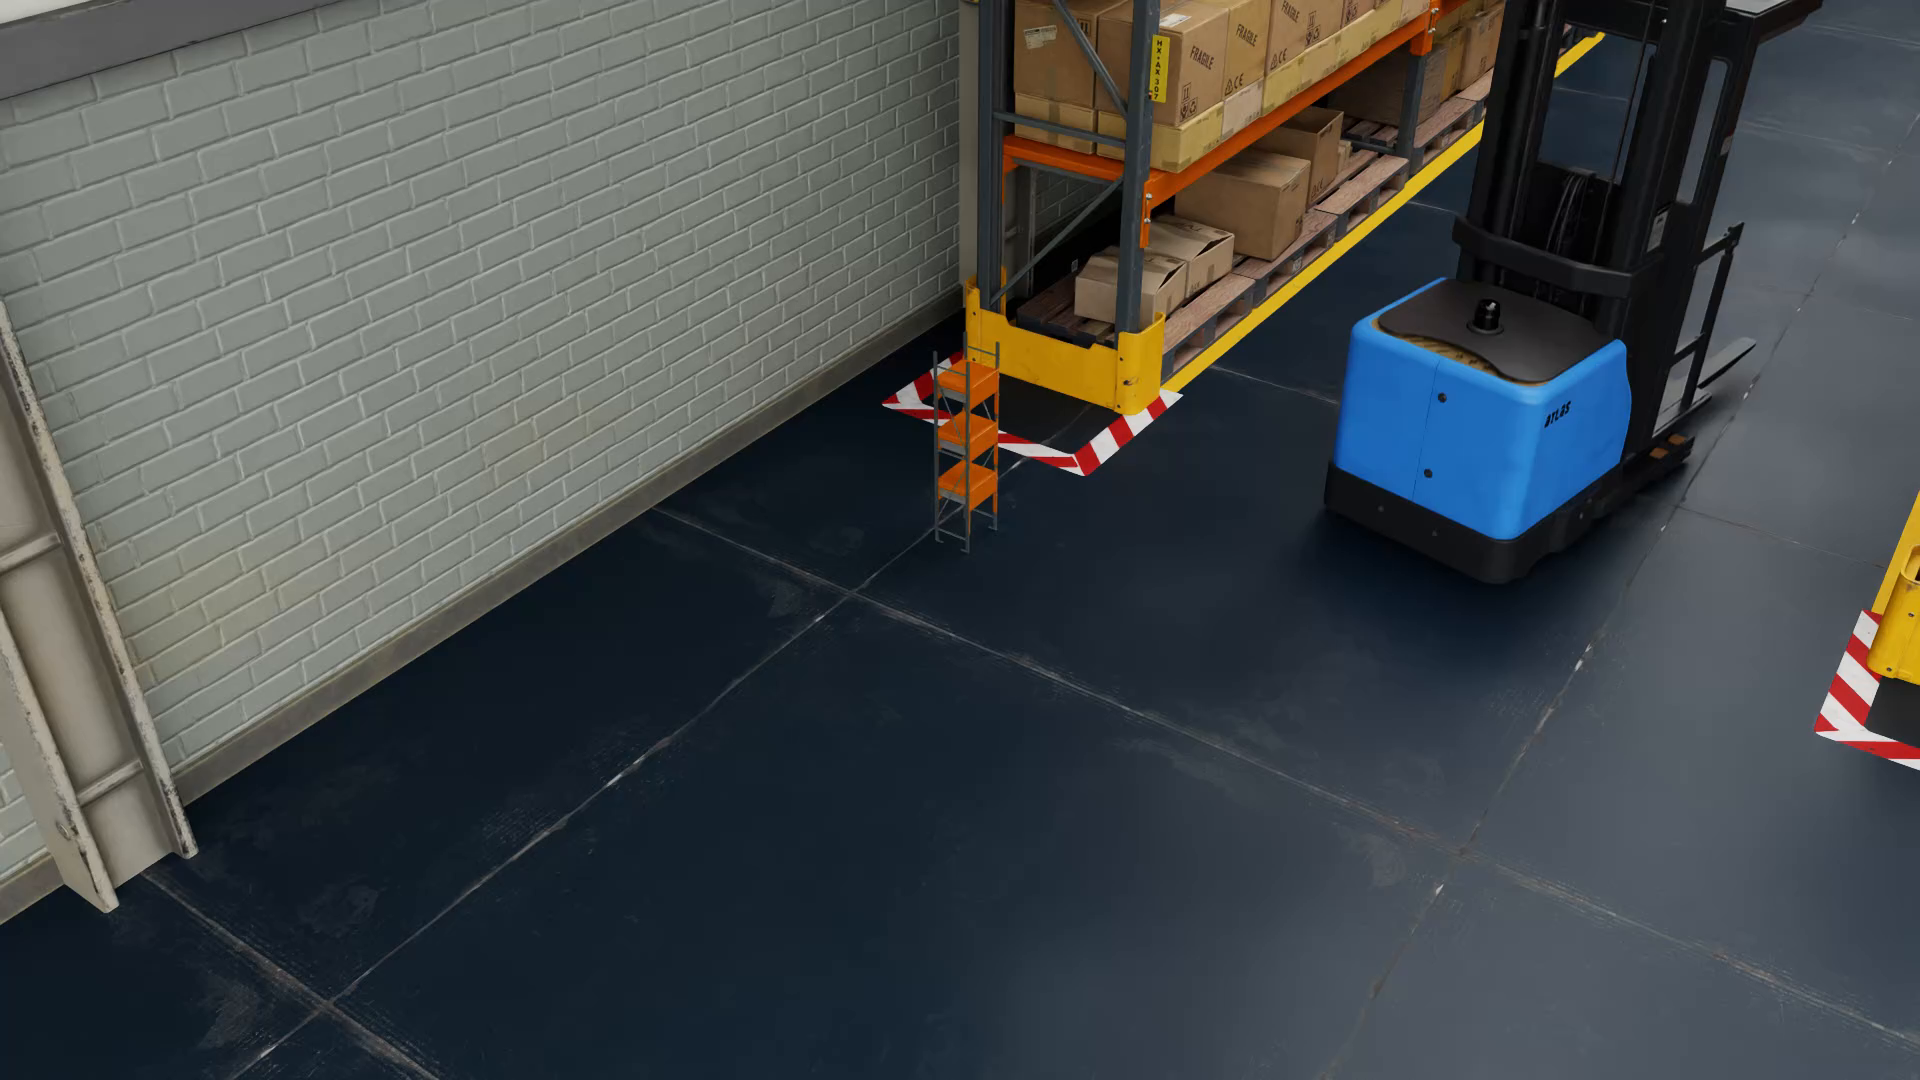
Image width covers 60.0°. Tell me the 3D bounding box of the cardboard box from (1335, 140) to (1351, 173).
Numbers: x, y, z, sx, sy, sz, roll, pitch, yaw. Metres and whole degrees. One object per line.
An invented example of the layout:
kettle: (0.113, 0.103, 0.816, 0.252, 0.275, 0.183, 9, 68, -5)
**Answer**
cardboard box: (2.540, -2.748, 11.772, 0.380, 0.166, 0.250, 16, 37, 22)

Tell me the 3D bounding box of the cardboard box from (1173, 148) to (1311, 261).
cardboard box: (1.793, -2.174, 10.626, 0.700, 0.500, 0.500, 19, 38, 25)

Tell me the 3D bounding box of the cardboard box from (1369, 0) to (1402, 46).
cardboard box: (2.509, -3.399, 10.715, 0.500, 0.250, 0.500, 21, 40, 28)

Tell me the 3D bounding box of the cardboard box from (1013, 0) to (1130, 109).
cardboard box: (0.634, -2.696, 9.005, 0.500, 0.500, 0.500, 21, 39, 28)

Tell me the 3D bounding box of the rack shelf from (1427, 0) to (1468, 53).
rack shelf: (3.961, -4.617, 13.042, 1.077, 0.370, 4.000, 21, 39, 28)

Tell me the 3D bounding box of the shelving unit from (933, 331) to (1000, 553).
shelving unit: (0.031, -0.460, 7.992, 0.215, 1.050, 0.252, 21, 39, 28)

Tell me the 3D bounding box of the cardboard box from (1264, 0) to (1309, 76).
cardboard box: (1.649, -2.994, 9.447, 0.500, 0.500, 0.500, 20, 39, 27)

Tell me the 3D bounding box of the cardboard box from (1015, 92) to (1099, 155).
cardboard box: (0.647, -2.377, 9.204, 0.500, 0.250, 0.500, 22, 40, 29)

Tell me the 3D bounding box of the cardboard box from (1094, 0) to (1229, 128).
cardboard box: (1.059, -2.534, 8.767, 0.500, 0.500, 0.500, 21, 39, 28)

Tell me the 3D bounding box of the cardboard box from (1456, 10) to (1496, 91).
cardboard box: (3.804, -3.961, 13.269, 0.700, 0.500, 0.500, 22, 40, 29)

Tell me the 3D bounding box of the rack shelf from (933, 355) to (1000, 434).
rack shelf: (0.031, -0.686, 7.839, 0.215, 0.259, 0.240, 21, 39, 28)

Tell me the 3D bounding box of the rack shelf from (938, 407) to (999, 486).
rack shelf: (0.031, -0.451, 7.998, 0.215, 0.259, 0.240, 21, 39, 28)

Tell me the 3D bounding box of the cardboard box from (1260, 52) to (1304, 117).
cardboard box: (1.659, -2.699, 9.680, 0.500, 0.250, 0.500, 21, 39, 27)

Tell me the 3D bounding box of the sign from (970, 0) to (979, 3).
sign: (0.096, -2.951, 8.620, 0.100, 0.325, 0.005, 21, 39, 28)

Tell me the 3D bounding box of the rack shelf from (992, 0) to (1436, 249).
rack shelf: (1.681, -2.776, 10.320, 1.077, 0.370, 4.000, 21, 39, 28)

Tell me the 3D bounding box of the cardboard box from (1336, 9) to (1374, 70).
cardboard box: (2.235, -3.163, 10.366, 0.500, 0.250, 0.500, 21, 39, 28)

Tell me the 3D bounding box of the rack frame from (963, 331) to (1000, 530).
rack frame: (0.100, -0.516, 8.075, 0.200, 1.050, 0.008, 21, 39, 28)

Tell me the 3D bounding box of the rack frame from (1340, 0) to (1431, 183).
rack frame: (2.821, -3.995, 11.479, 1.000, 3.000, 0.127, 21, 39, 28)

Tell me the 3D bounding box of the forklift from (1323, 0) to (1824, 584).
forklift: (3.248, -1.721, 8.179, 3.031, 2.935, 1.130, -28, 43, -35)

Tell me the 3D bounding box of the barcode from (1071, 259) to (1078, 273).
barcode: (0.690, -1.652, 10.014, 0.001, 0.075, 0.075, 21, 39, 28)

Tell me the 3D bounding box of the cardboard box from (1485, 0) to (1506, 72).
cardboard box: (4.085, -4.197, 13.617, 0.700, 0.500, 0.500, 21, 39, 28)

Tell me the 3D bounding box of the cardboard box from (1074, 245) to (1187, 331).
cardboard box: (1.009, -1.512, 9.816, 0.500, 0.311, 0.500, 17, 37, 23)

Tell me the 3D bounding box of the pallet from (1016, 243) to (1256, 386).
pallet: (1.076, -1.396, 10.126, 1.003, 0.211, 1.213, 21, 39, 28)

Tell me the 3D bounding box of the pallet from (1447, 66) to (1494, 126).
pallet: (3.959, -3.762, 13.625, 1.003, 0.211, 1.213, 21, 39, 28)

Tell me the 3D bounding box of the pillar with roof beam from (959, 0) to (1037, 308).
pillar with roof beam: (3.765, -3.862, 5.928, 9.100, 9.000, 0.400, 21, 39, 28)

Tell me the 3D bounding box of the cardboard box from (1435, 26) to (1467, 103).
cardboard box: (3.480, -3.739, 12.941, 0.700, 0.500, 0.500, 20, 39, 27)

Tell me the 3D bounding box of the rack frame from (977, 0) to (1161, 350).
rack frame: (0.540, -2.154, 8.757, 1.000, 3.000, 0.127, 21, 39, 28)

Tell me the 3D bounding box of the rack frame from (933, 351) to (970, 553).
rack frame: (-0.039, -0.403, 7.909, 0.200, 1.050, 0.008, 21, 39, 28)

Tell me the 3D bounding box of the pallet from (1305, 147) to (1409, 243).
pallet: (2.467, -2.519, 11.787, 1.003, 0.211, 1.213, 21, 39, 28)

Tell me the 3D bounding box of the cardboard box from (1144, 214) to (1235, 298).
cardboard box: (1.334, -1.774, 10.204, 0.500, 0.311, 0.500, 25, 41, 32)

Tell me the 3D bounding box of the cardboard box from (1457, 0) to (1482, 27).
cardboard box: (3.769, -4.241, 13.012, 0.500, 0.250, 0.500, 20, 39, 27)

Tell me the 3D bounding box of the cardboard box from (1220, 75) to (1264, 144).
cardboard box: (1.364, -2.467, 9.336, 0.500, 0.250, 0.500, 20, 39, 27)

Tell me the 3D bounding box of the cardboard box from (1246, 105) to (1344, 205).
cardboard box: (2.262, -2.651, 11.331, 0.500, 0.500, 0.500, 18, 38, 25)

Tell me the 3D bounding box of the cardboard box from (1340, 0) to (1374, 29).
cardboard box: (2.230, -3.475, 10.158, 0.500, 0.500, 0.500, 20, 39, 27)

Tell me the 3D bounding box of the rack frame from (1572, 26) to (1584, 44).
rack frame: (5.102, -5.836, 14.202, 1.000, 3.000, 0.127, 21, 39, 28)

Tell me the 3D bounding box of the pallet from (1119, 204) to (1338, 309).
pallet: (1.772, -1.955, 10.953, 1.003, 0.211, 1.213, 21, 39, 28)

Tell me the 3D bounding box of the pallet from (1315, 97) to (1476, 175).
pallet: (3.264, -3.198, 12.791, 1.003, 0.211, 1.213, 21, 39, 28)

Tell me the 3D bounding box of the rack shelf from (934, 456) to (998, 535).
rack shelf: (0.031, -0.221, 8.154, 0.215, 0.259, 0.240, 21, 39, 28)

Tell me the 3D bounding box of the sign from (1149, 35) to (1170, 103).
sign: (0.986, -2.339, 8.259, 0.100, 0.325, 0.005, 21, 39, 28)

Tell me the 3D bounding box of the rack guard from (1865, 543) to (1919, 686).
rack guard: (4.598, 0.473, 7.104, 1.175, 0.500, 0.348, 21, 39, 28)

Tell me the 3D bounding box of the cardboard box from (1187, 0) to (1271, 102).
cardboard box: (1.349, -2.759, 9.098, 0.500, 0.500, 0.500, 21, 40, 28)

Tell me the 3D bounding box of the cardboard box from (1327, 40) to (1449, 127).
cardboard box: (3.227, -3.486, 12.565, 0.700, 0.500, 0.500, 23, 40, 30)

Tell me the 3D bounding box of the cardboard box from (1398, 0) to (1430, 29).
cardboard box: (2.800, -3.626, 11.050, 0.500, 0.250, 0.500, 21, 40, 28)

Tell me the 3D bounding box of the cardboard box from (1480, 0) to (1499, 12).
cardboard box: (4.068, -4.464, 13.343, 0.500, 0.250, 0.500, 21, 39, 28)

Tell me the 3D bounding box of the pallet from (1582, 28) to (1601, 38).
pallet: (5.613, -5.019, 15.484, 1.003, 0.211, 1.213, 21, 39, 28)

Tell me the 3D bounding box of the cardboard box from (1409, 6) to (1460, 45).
cardboard box: (3.475, -4.000, 12.656, 0.500, 0.250, 0.500, 20, 39, 27)

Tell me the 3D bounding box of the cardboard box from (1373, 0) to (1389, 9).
cardboard box: (2.525, -3.704, 10.496, 0.500, 0.500, 0.500, 21, 39, 28)

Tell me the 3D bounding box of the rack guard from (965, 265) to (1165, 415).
rack guard: (0.583, -1.153, 9.509, 1.175, 0.500, 0.348, 21, 39, 28)

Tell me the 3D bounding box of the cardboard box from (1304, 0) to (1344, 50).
cardboard box: (1.934, -3.236, 9.804, 0.500, 0.500, 0.500, 23, 40, 30)

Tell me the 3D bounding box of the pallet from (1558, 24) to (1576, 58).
pallet: (4.655, -4.321, 14.452, 1.003, 0.211, 1.213, 21, 39, 28)

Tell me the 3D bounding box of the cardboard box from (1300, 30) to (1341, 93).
cardboard box: (1.949, -2.931, 10.023, 0.500, 0.250, 0.500, 22, 40, 29)

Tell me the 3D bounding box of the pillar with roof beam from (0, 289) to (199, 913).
pillar with roof beam: (0.344, -1.101, 1.845, 9.100, 9.000, 0.400, 21, 39, 28)

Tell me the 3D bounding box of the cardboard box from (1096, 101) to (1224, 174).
cardboard box: (1.079, -2.223, 8.976, 0.500, 0.250, 0.500, 20, 39, 27)
